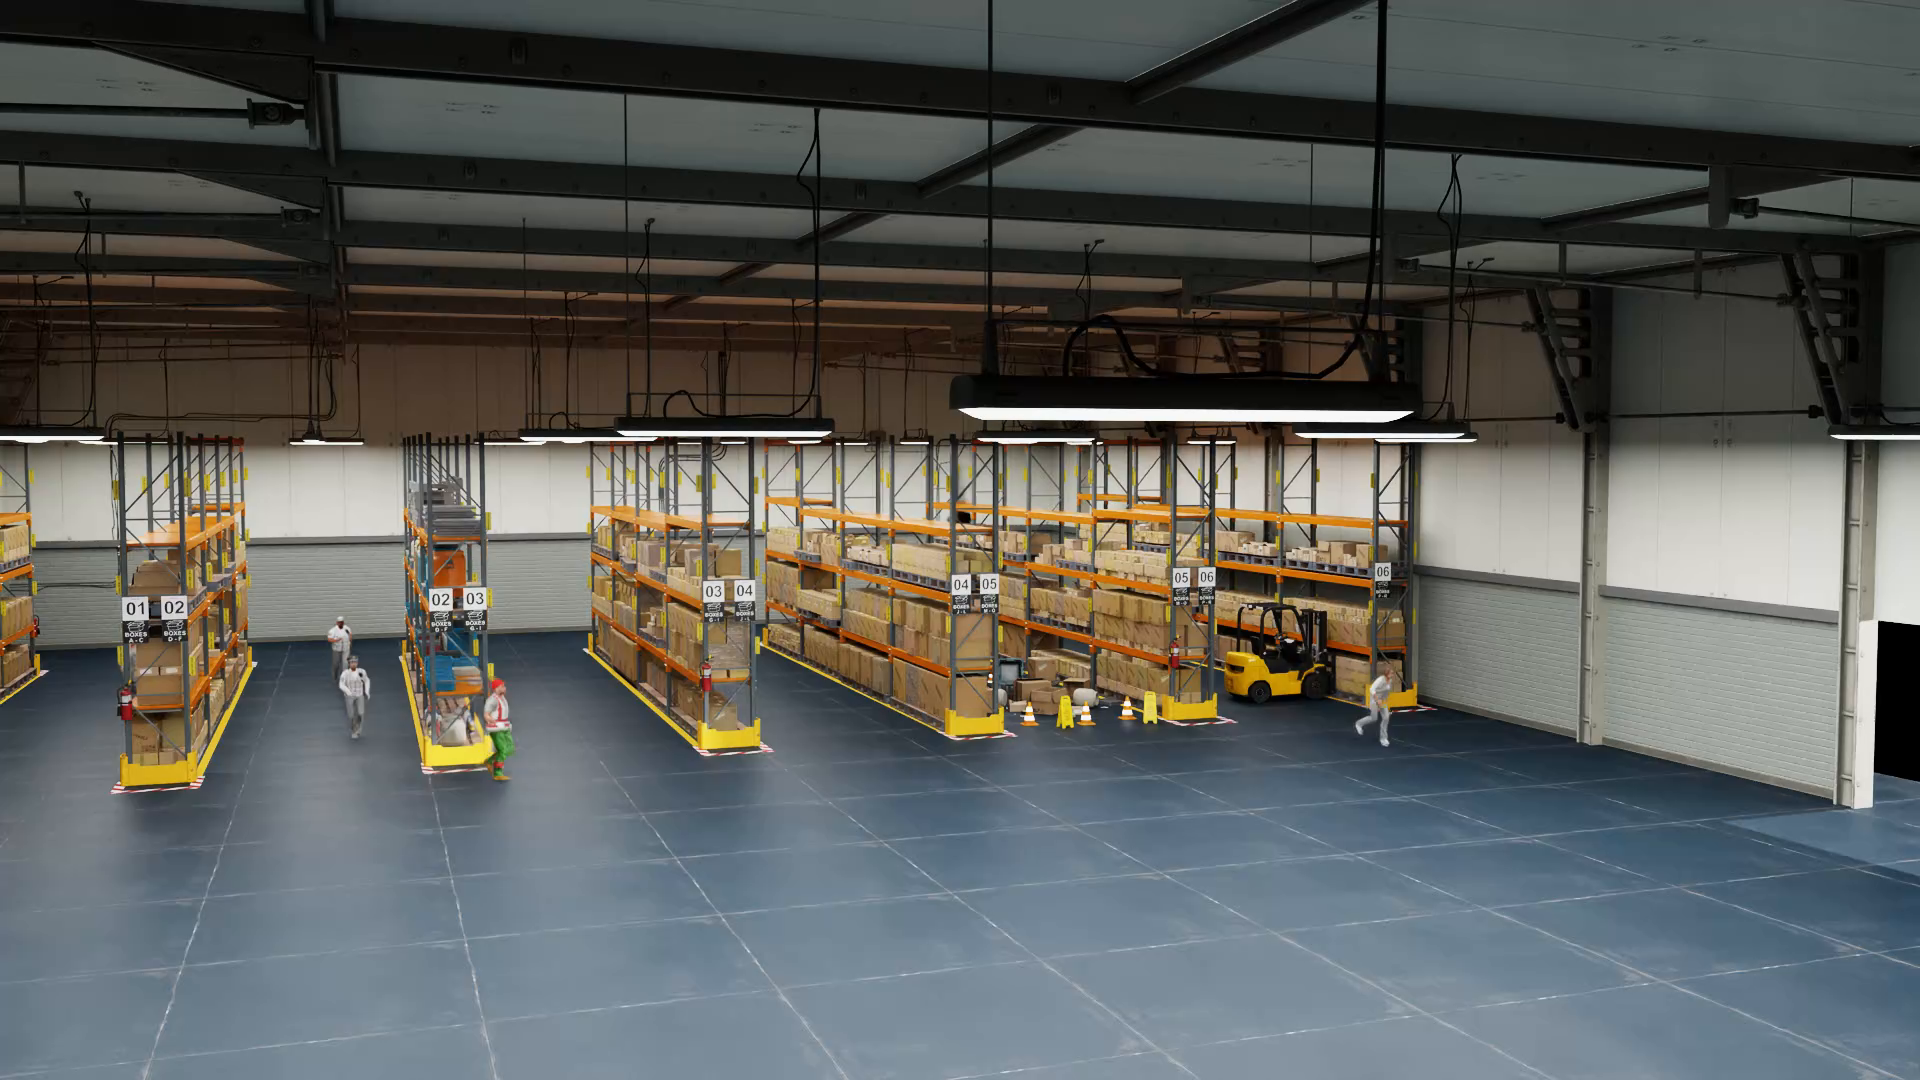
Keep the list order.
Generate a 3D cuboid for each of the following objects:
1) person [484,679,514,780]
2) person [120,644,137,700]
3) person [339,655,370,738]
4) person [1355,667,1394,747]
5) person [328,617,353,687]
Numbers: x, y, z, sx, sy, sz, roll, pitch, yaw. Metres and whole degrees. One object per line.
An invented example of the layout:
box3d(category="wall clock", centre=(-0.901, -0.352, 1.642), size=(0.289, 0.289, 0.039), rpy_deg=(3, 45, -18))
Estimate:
box3d(category="person", centre=(-7.967, 3.260, 28.591), size=(0.596, 1.747, 0.677), rpy_deg=(1, 3, 11))
box3d(category="person", centre=(-18.190, 2.889, 36.502), size=(0.499, 1.710, 0.841), rpy_deg=(-2, 4, -28))
box3d(category="person", centre=(-11.890, 3.082, 32.706), size=(0.592, 1.646, 0.633), rpy_deg=(-2, 4, -26))
box3d(category="person", centre=(8.047, 3.189, 32.261), size=(0.559, 1.549, 0.897), rpy_deg=(-3, 4, -39))
box3d(category="person", centre=(-14.846, 2.660, 39.849), size=(0.598, 1.669, 0.933), rpy_deg=(-2, 4, -29))
